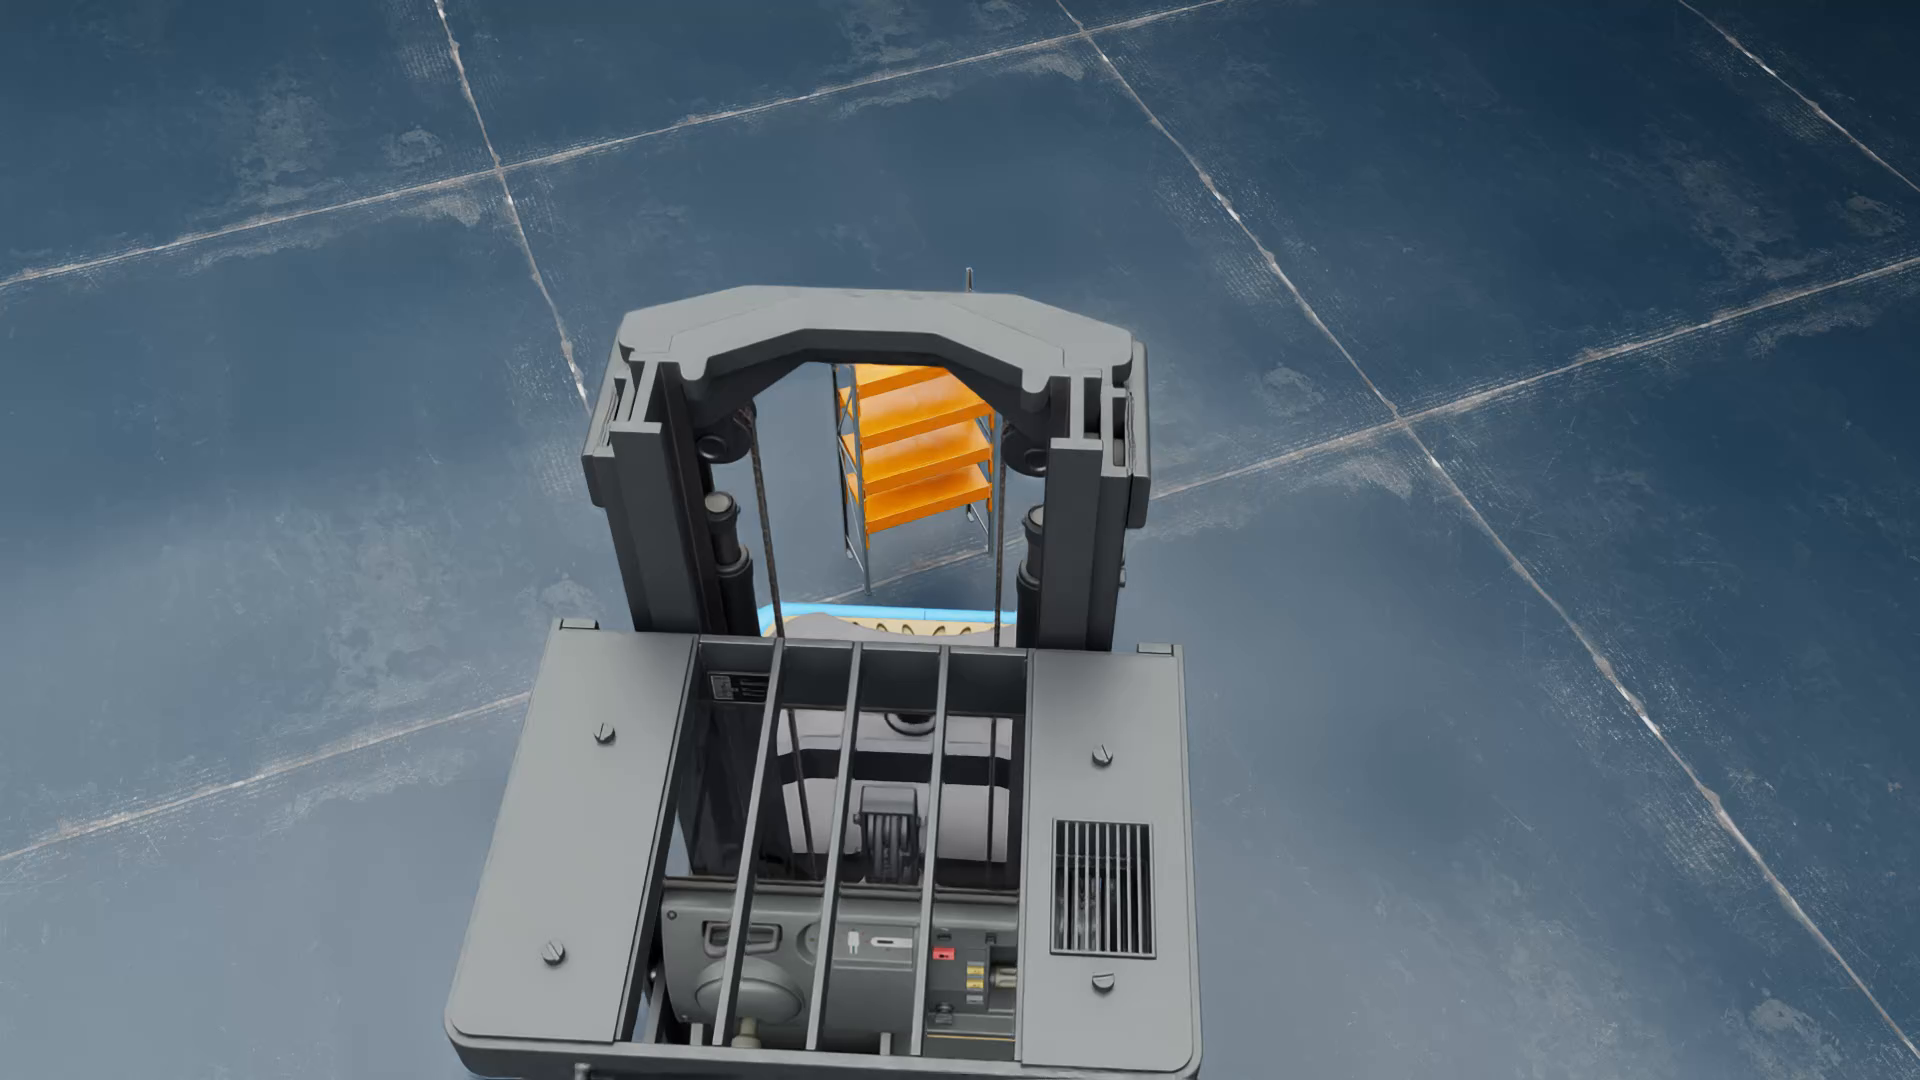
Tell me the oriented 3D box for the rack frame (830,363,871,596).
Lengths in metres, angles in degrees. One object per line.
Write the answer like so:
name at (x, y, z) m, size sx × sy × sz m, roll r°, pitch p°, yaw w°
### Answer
rack frame at (-0.379, -0.273, 5.694) m, size 0.015 × 1.200 × 0.240 m, roll -17°, pitch 52°, yaw -14°

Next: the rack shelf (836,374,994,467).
rack shelf at (-0.153, -0.445, 5.635) m, size 0.480 × 0.148 × 0.258 m, roll -17°, pitch 52°, yaw -14°

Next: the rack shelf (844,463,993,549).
rack shelf at (-0.153, -0.170, 5.956) m, size 0.480 × 0.148 × 0.258 m, roll -17°, pitch 52°, yaw -14°

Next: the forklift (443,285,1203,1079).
forklift at (-0.177, 1.055, 3.412) m, size 1.130 × 2.935 × 3.031 m, roll 2°, pitch 49°, yaw 2°

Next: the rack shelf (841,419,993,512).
rack shelf at (-0.153, -0.300, 5.805) m, size 0.480 × 0.148 × 0.258 m, roll -17°, pitch 52°, yaw -14°

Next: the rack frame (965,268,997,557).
rack frame at (0.073, -0.413, 5.814) m, size 0.015 × 1.200 × 0.240 m, roll -17°, pitch 52°, yaw -14°

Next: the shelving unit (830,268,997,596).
shelving unit at (-0.153, -0.343, 5.754) m, size 0.503 × 1.200 × 0.258 m, roll -17°, pitch 52°, yaw -14°

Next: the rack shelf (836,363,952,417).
rack shelf at (-0.153, -0.599, 5.456) m, size 0.480 × 0.148 × 0.258 m, roll -17°, pitch 52°, yaw -14°
